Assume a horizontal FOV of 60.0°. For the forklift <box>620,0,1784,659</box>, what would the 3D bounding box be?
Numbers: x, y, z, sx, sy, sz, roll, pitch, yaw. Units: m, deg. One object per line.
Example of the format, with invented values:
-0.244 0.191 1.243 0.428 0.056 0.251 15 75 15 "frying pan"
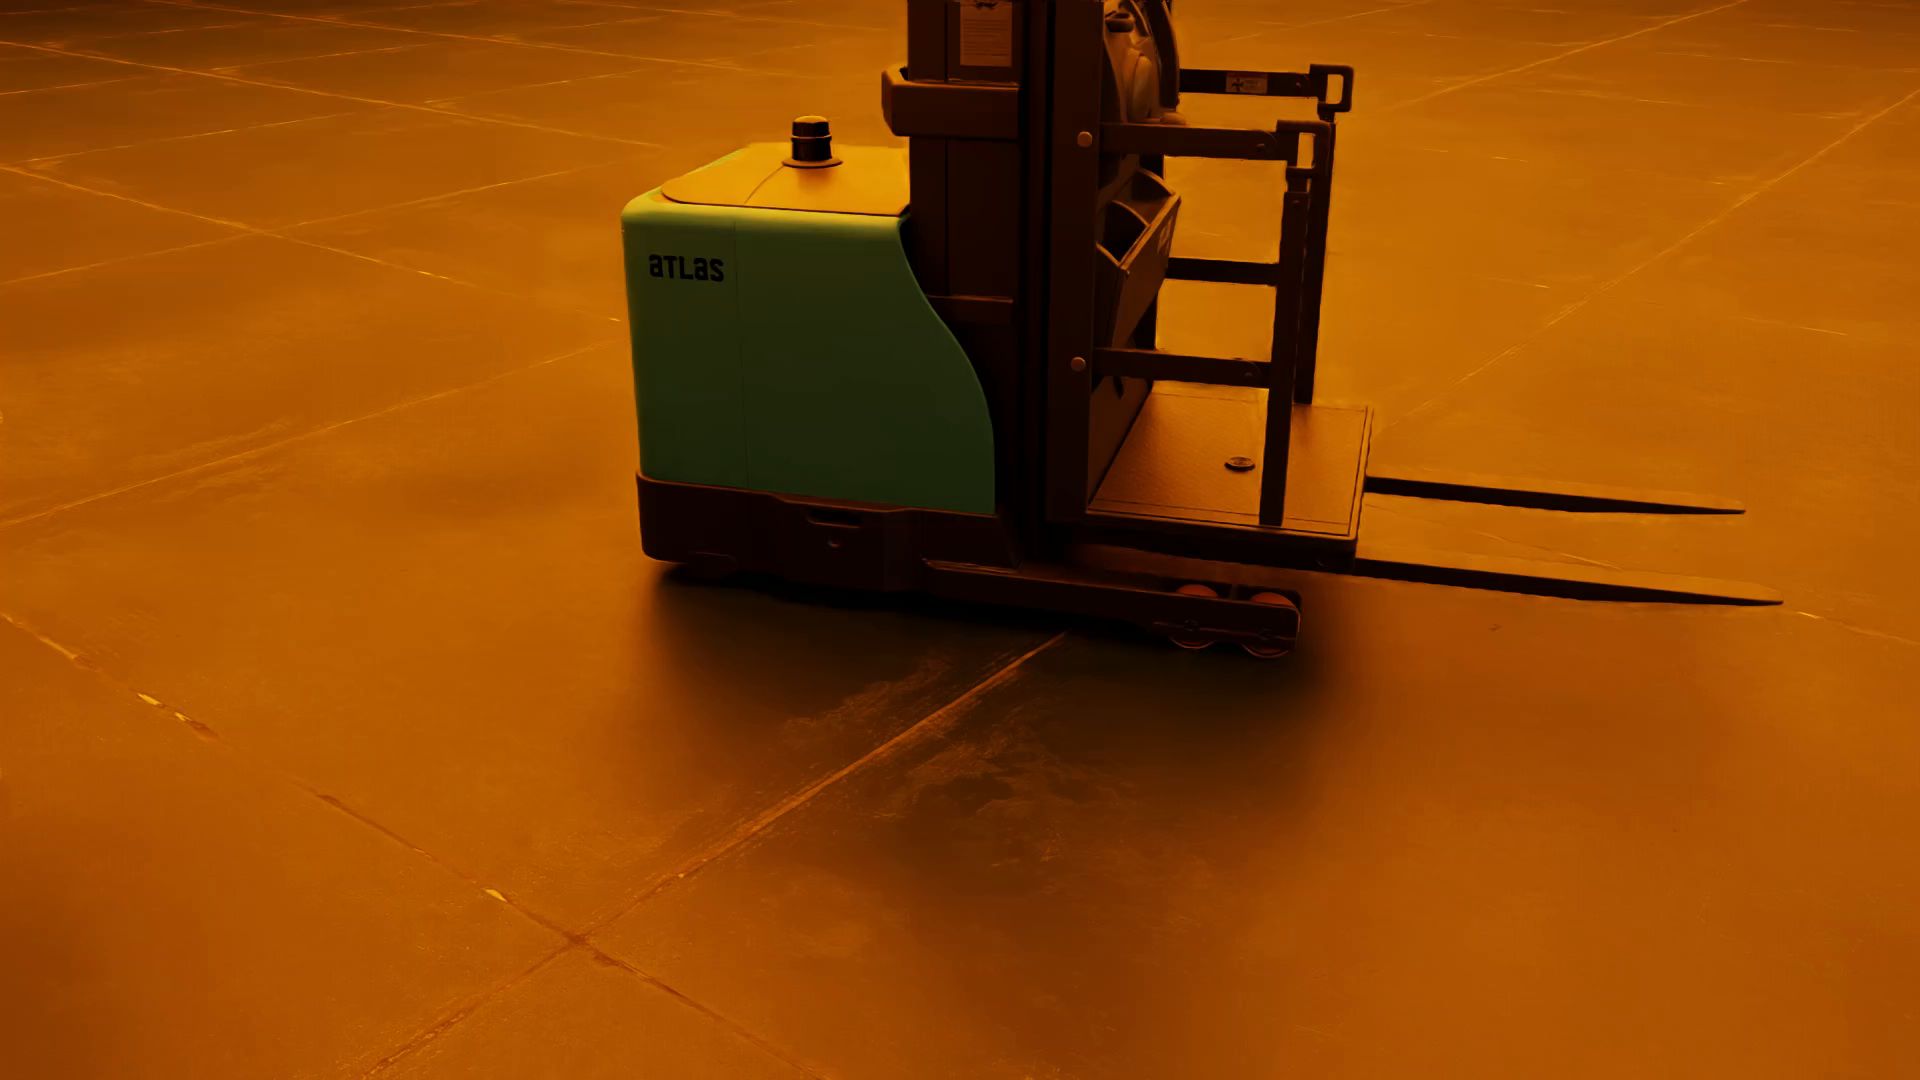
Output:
0.659 -1.273 4.266 3.031 2.935 1.130 6 24 14 "forklift"
